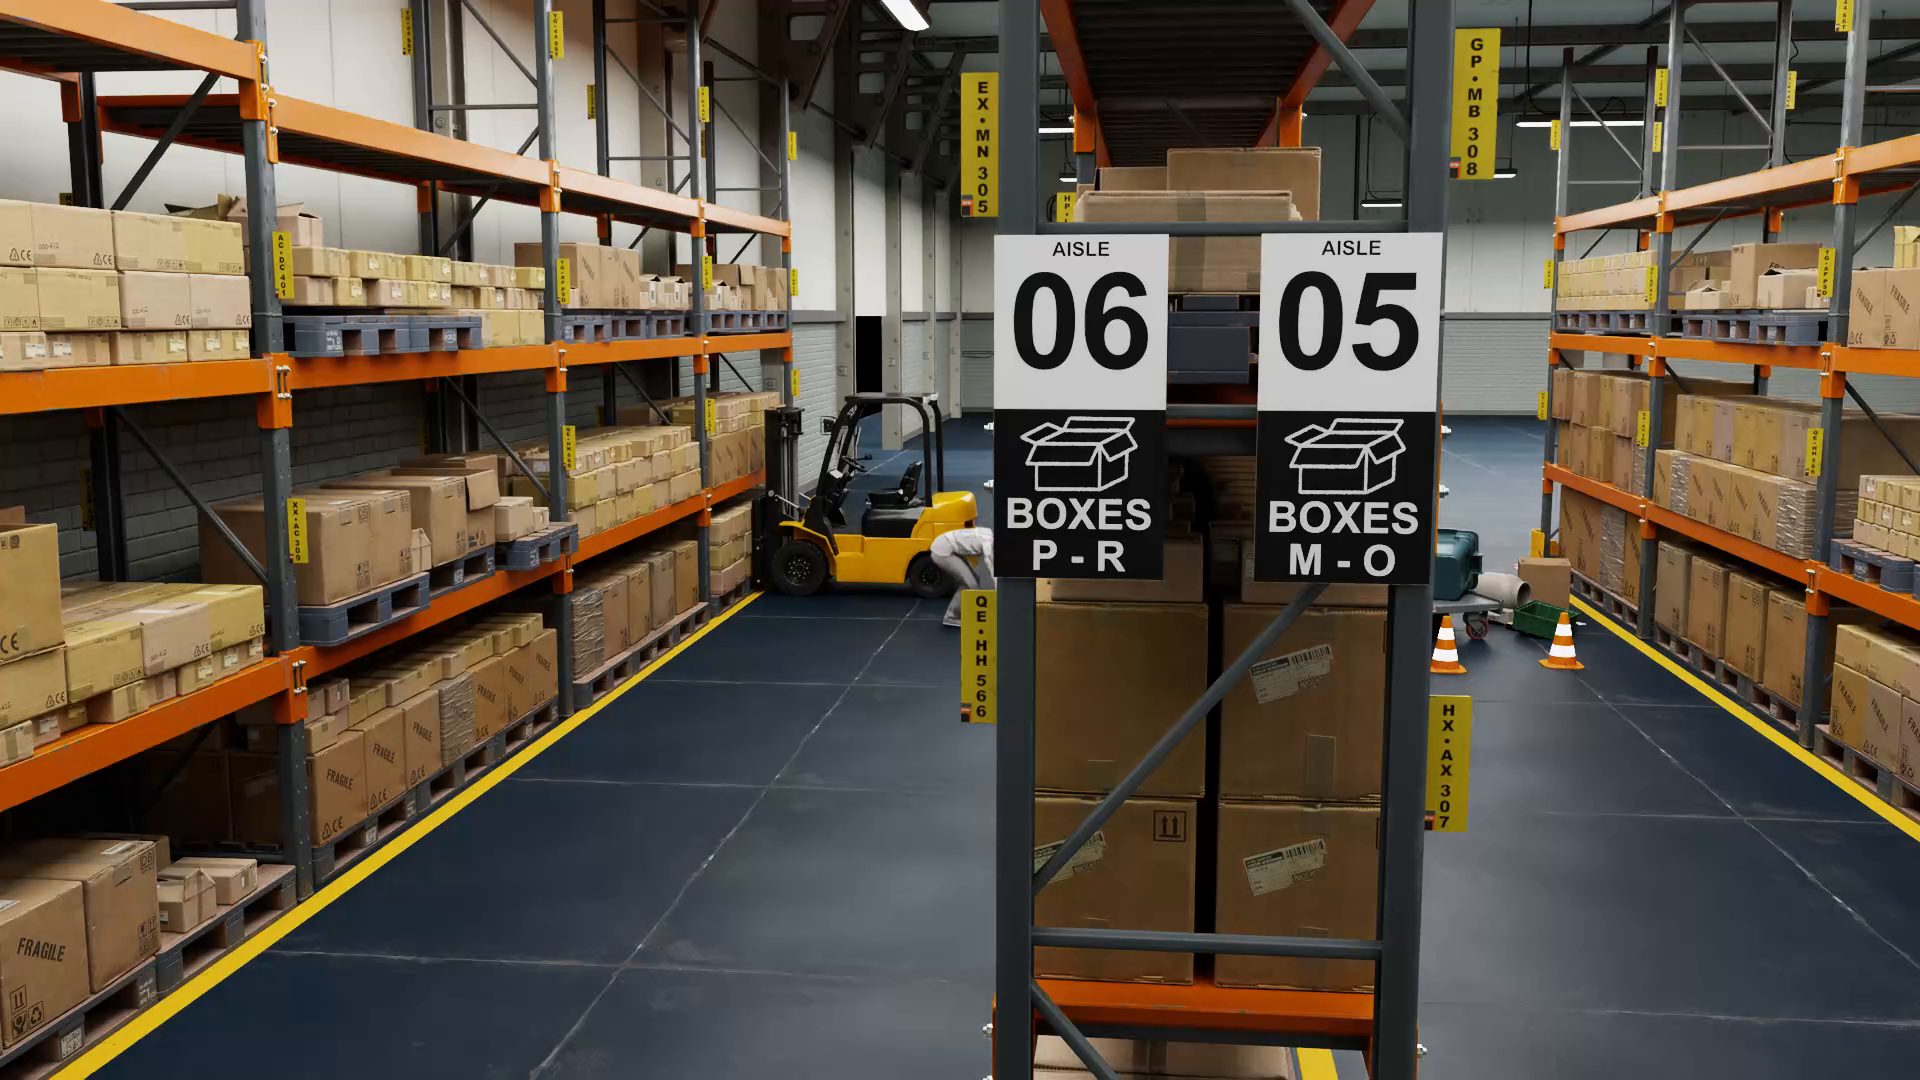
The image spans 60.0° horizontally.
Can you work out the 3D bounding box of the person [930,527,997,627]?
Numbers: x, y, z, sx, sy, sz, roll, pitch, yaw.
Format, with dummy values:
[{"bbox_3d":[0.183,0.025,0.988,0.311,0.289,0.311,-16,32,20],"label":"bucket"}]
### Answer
[{"bbox_3d":[0.166,0.325,16.273,0.922,1.030,0.460,0,8,3],"label":"person"}]
